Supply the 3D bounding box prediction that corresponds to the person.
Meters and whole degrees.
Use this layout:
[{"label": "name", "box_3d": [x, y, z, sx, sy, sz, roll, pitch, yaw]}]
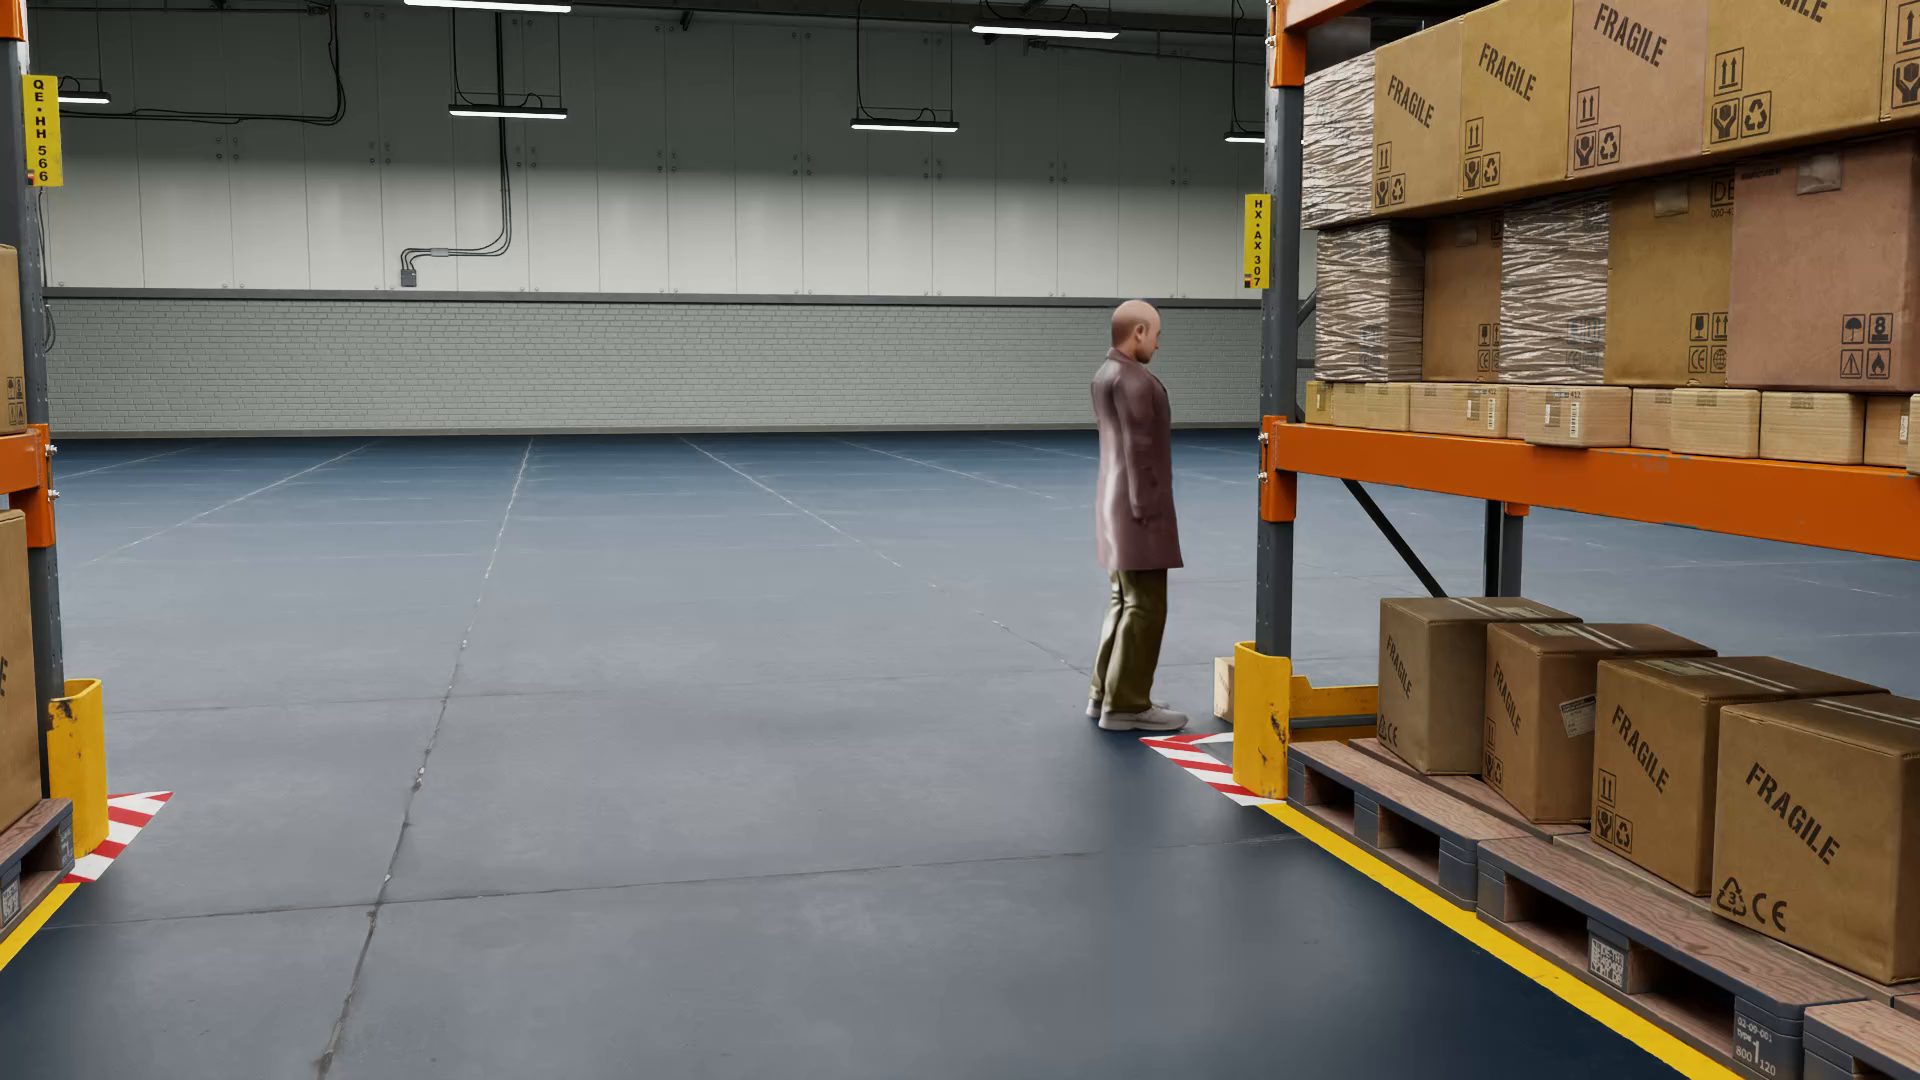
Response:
[{"label": "person", "box_3d": [0.772, 0.056, 6.990, 0.701, 1.440, 0.630, -1, 6, -9]}]
